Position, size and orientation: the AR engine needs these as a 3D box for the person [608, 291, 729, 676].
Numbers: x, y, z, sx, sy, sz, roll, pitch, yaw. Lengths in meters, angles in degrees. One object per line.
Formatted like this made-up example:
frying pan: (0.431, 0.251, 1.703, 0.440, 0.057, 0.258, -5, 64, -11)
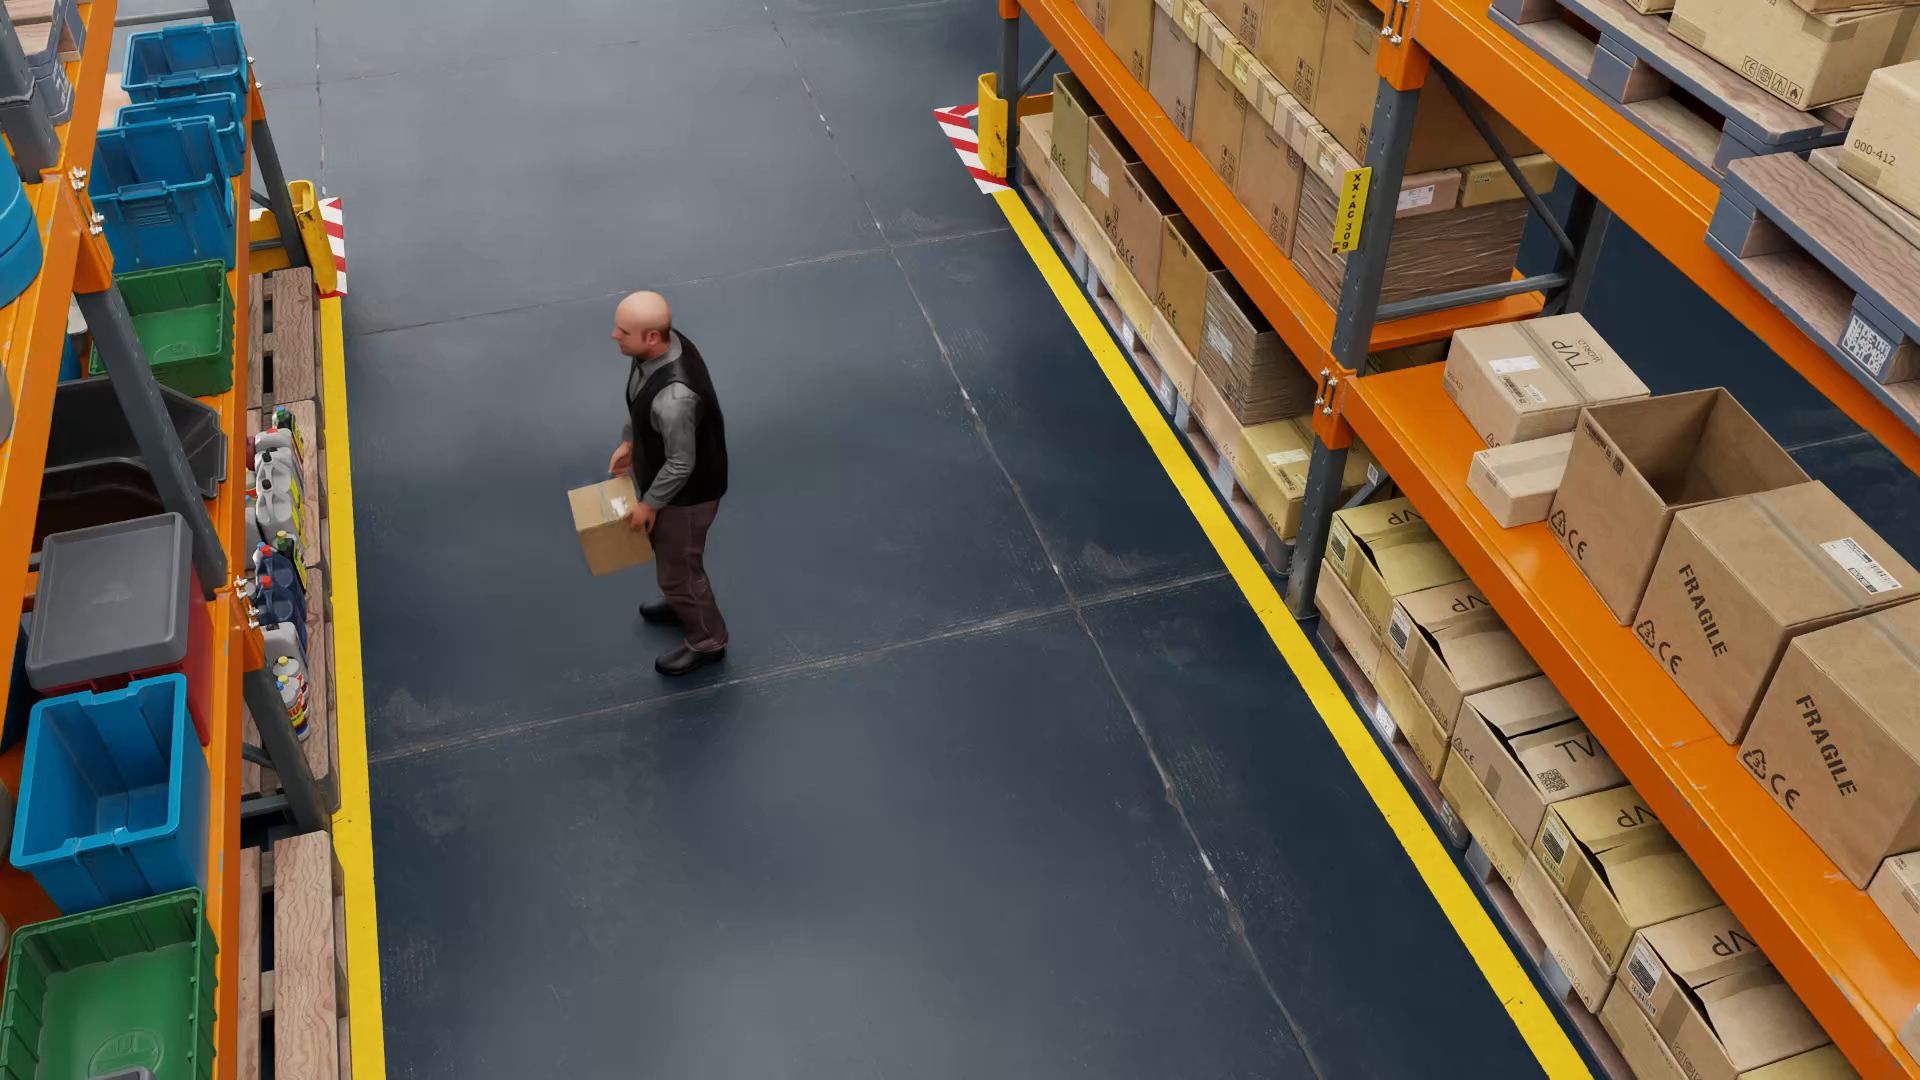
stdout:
person: (-1.113, -0.226, 6.425, 0.446, 1.727, 0.551, -13, 43, -14)
